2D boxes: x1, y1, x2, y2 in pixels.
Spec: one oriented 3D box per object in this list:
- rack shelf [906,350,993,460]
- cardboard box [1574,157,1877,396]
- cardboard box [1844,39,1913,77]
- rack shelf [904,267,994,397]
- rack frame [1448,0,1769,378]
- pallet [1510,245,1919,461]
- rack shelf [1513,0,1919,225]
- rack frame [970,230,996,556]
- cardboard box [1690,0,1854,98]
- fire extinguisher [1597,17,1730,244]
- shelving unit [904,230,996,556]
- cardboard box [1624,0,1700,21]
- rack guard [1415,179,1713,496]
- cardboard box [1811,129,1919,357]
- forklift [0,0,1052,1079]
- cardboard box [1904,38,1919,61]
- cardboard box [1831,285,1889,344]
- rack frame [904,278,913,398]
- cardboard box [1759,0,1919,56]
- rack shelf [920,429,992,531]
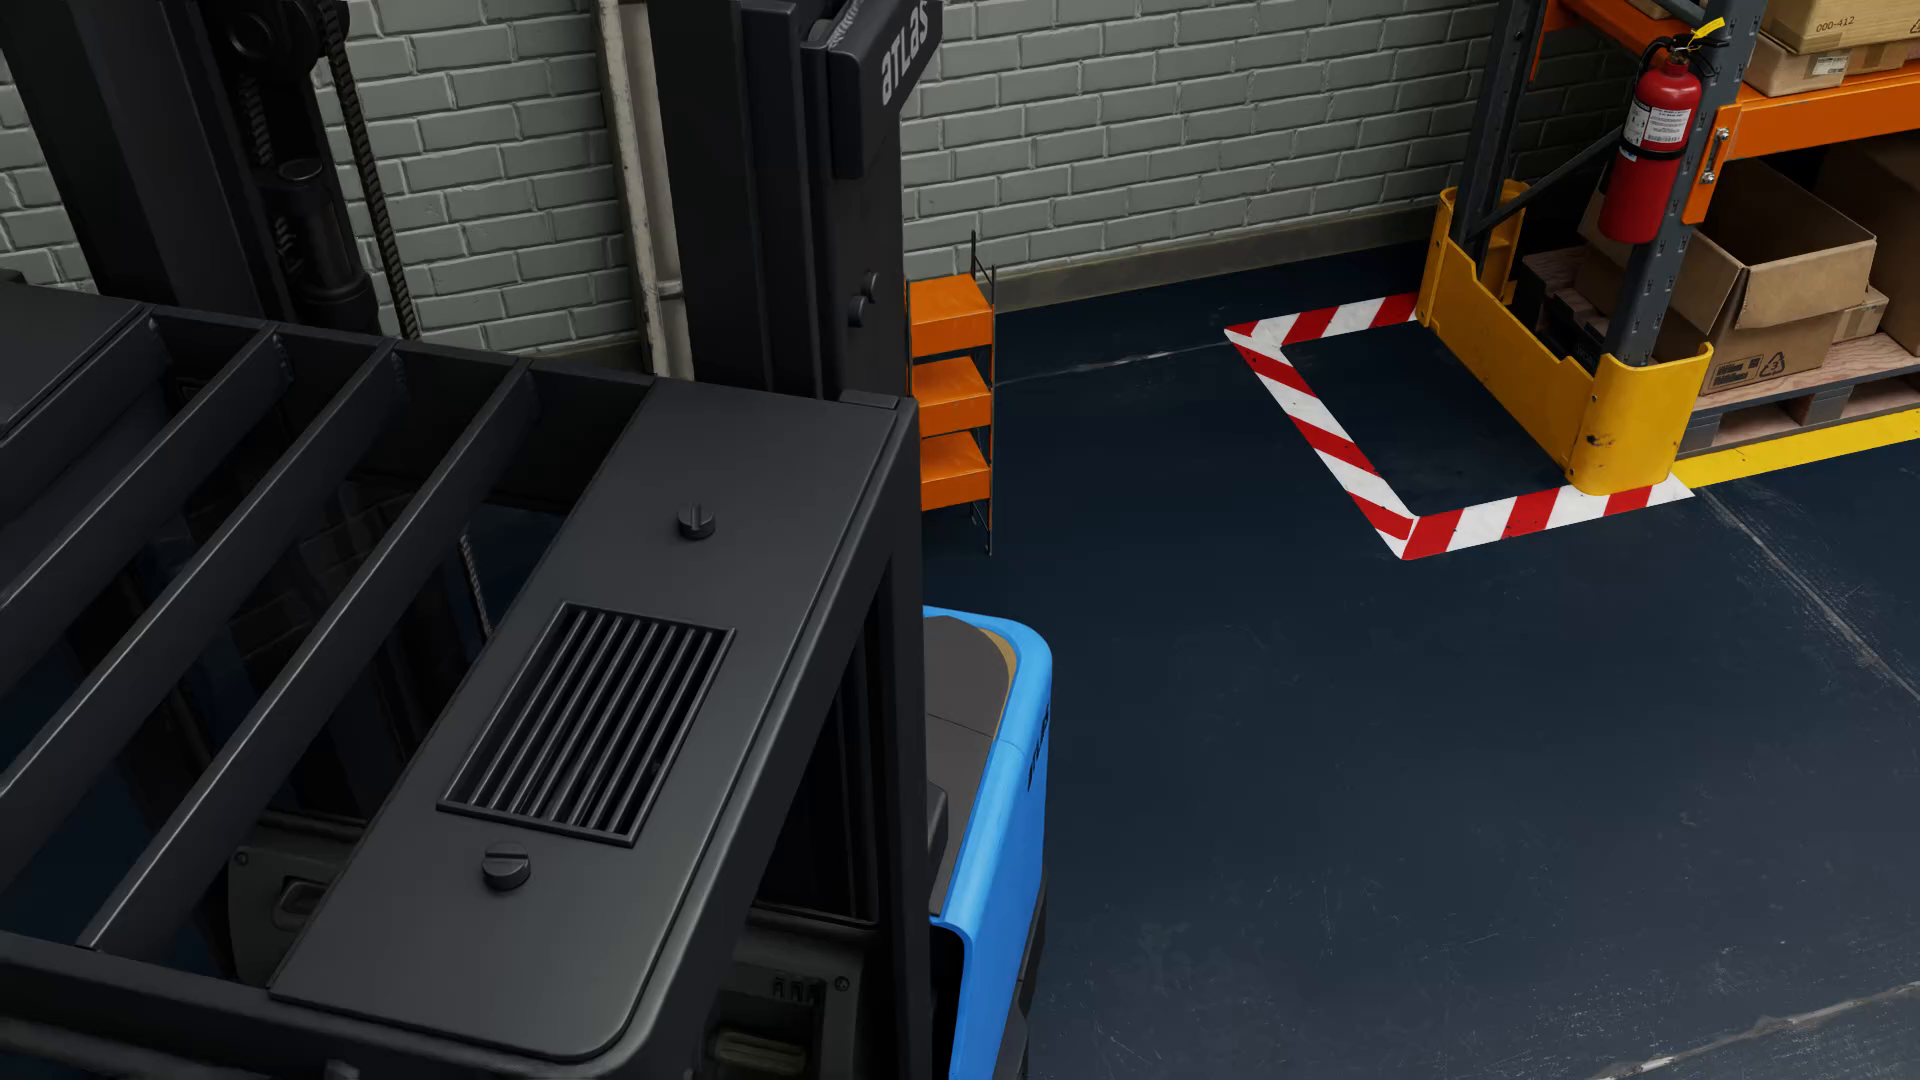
[{"bbox_3d":[-0.051,-0.377,4.899,0.240,0.259,0.215,-12,42,-13],"label":"rack shelf"},{"bbox_3d":[2.561,-0.927,5.609,0.637,0.503,0.797,-13,43,-15],"label":"cardboard box"},{"bbox_3d":[2.574,-1.525,4.906,0.250,0.149,0.380,-11,42,-12],"label":"cardboard box"},{"bbox_3d":[-0.051,-0.590,4.713,0.240,0.259,0.215,-12,42,-13],"label":"rack shelf"},{"bbox_3d":[1.949,-1.647,4.855,0.127,3.000,1.000,-12,42,-13],"label":"rack frame"},{"bbox_3d":[2.782,-0.770,5.971,1.213,0.211,1.003,-12,42,-13],"label":"pallet"},{"bbox_3d":[3.857,-1.771,5.545,4.000,0.370,1.077,-12,42,-13],"label":"rack shelf"},{"bbox_3d":[0.065,-0.409,4.920,0.008,1.050,0.200,-12,42,-13],"label":"rack frame"},{"bbox_3d":[2.345,-1.445,4.815,0.250,0.149,0.380,-12,43,-13],"label":"cardboard box"},{"bbox_3d":[1.948,-1.158,4.638,0.183,0.674,0.296,-12,42,-13],"label":"fire extinguisher"},{"bbox_3d":[-0.051,-0.385,4.892,0.252,1.050,0.215,-12,42,-13],"label":"shelving unit"},{"bbox_3d":[2.185,-1.786,5.206,0.250,0.149,0.380,-12,43,-14],"label":"cardboard box"},{"bbox_3d":[2.022,-0.721,5.695,0.348,0.500,1.175,-12,42,-13],"label":"rack guard"},{"bbox_3d":[3.388,-1.070,5.775,0.500,0.500,0.700,-10,42,-11],"label":"cardboard box"},{"bbox_3d":[-0.637,0.748,2.166,1.130,2.935,3.031,9,42,10],"label":"forklift"},{"bbox_3d":[2.814,-1.598,4.991,0.250,0.149,0.380,-12,43,-14],"label":"cardboard box"},{"bbox_3d":[2.978,-0.853,5.794,0.250,0.149,0.380,-13,43,-15],"label":"cardboard box"},{"bbox_3d":[-0.167,-0.361,4.865,0.008,1.050,0.200,-12,42,-13],"label":"rack frame"},{"bbox_3d":[2.463,-1.623,4.716,0.500,0.250,0.500,-11,42,-13],"label":"cardboard box"},{"bbox_3d":[-0.051,-0.168,5.082,0.240,0.259,0.215,-12,42,-13],"label":"rack shelf"}]
